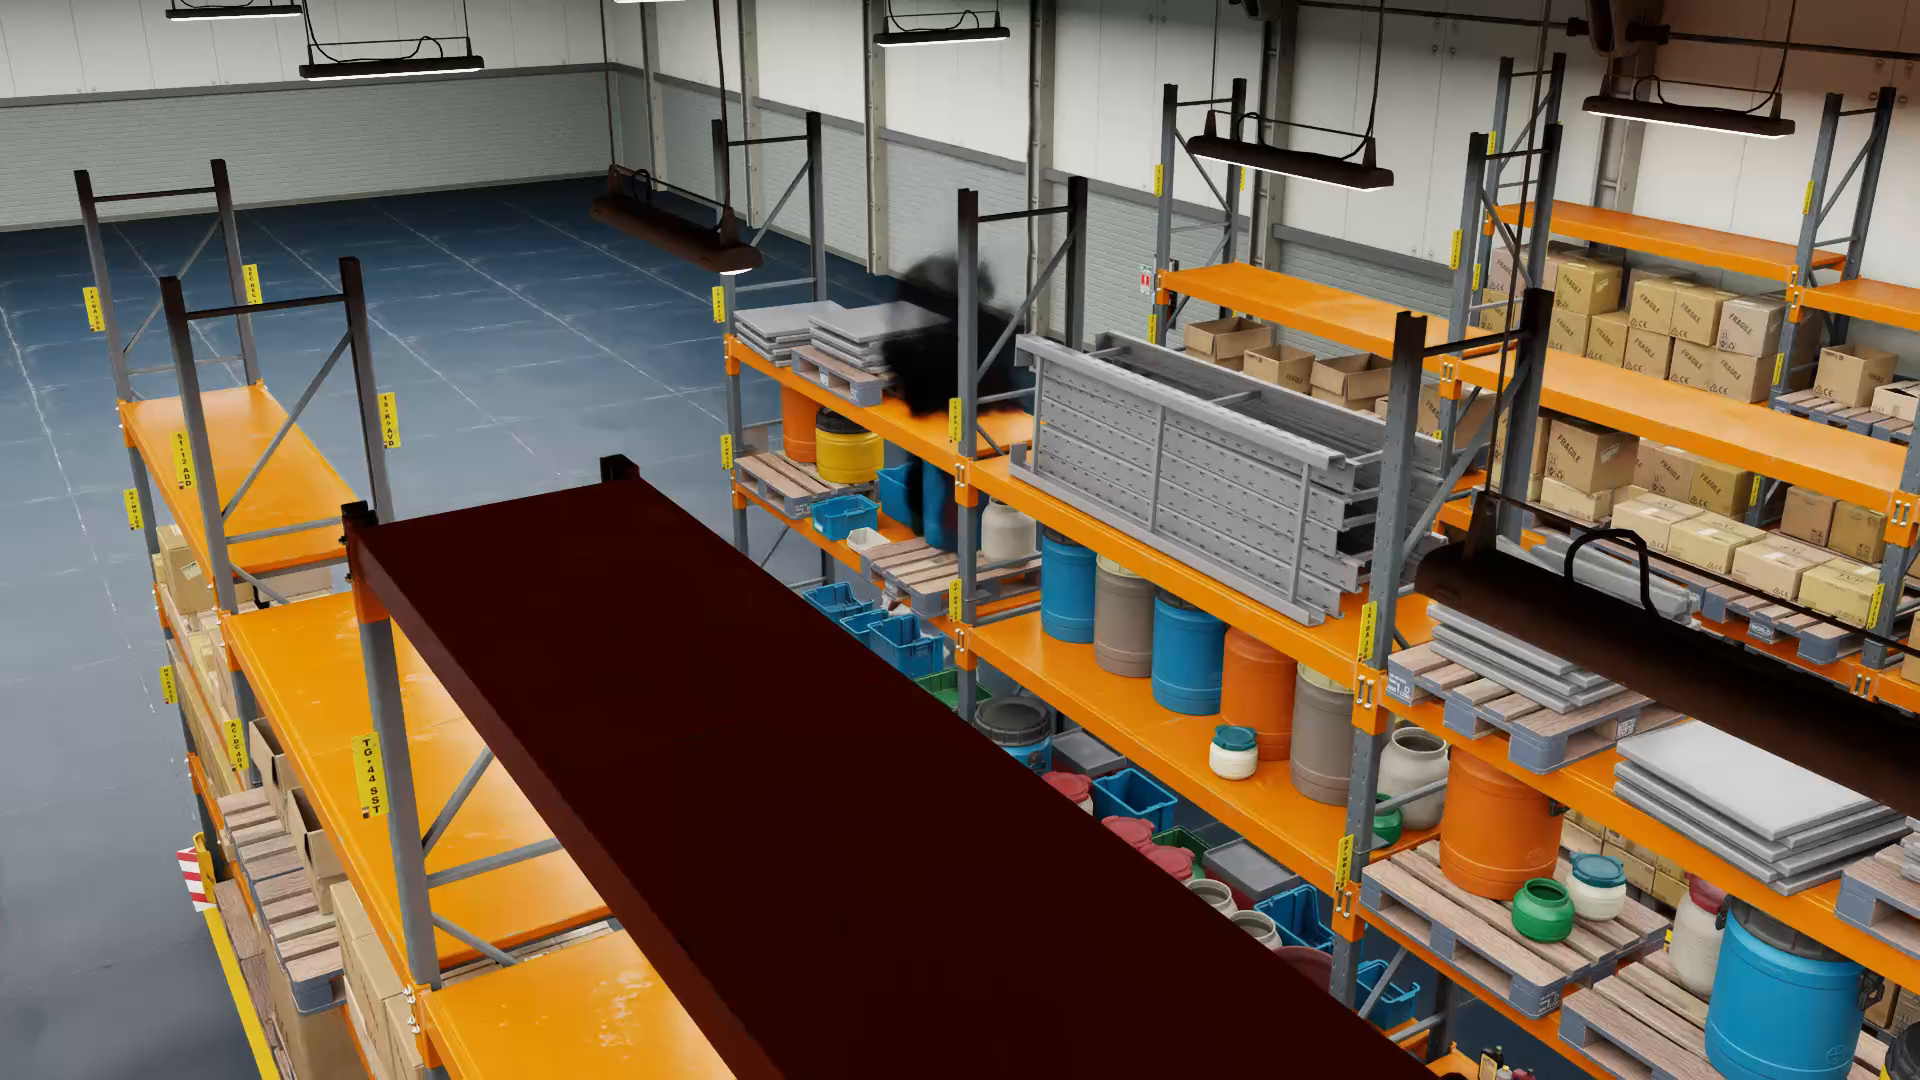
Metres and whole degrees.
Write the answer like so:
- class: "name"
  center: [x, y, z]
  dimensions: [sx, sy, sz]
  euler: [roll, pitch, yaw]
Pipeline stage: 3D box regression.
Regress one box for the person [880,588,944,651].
- class: "person"
  center: [-0.643, 0.690, 17.353]
  dimensions: [0.833, 1.728, 0.741]
  euler: [8, 23, 19]
